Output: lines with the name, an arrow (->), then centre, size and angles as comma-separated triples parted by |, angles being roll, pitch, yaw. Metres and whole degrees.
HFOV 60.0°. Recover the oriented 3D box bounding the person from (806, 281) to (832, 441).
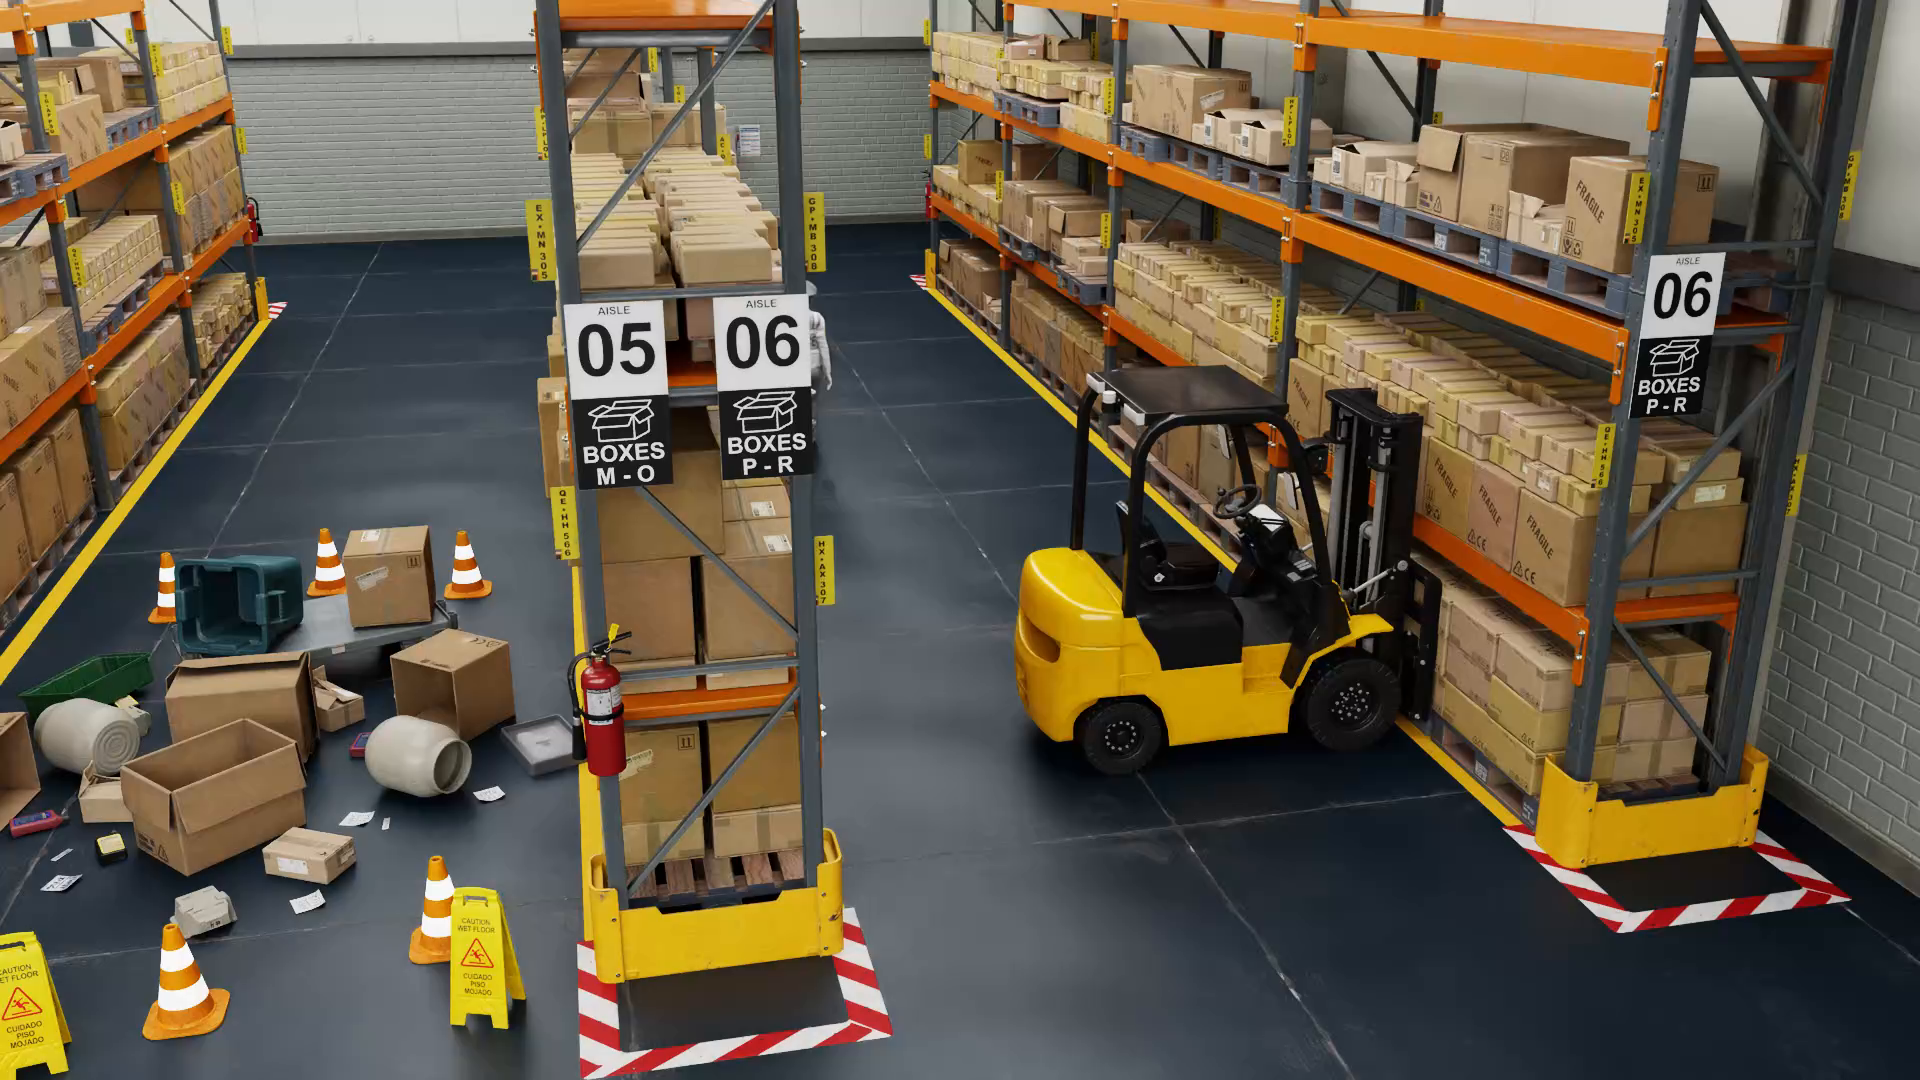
person -> -1.501, -1.630, 15.533 | 0.516, 1.653, 0.873 | -5, 20, -14
